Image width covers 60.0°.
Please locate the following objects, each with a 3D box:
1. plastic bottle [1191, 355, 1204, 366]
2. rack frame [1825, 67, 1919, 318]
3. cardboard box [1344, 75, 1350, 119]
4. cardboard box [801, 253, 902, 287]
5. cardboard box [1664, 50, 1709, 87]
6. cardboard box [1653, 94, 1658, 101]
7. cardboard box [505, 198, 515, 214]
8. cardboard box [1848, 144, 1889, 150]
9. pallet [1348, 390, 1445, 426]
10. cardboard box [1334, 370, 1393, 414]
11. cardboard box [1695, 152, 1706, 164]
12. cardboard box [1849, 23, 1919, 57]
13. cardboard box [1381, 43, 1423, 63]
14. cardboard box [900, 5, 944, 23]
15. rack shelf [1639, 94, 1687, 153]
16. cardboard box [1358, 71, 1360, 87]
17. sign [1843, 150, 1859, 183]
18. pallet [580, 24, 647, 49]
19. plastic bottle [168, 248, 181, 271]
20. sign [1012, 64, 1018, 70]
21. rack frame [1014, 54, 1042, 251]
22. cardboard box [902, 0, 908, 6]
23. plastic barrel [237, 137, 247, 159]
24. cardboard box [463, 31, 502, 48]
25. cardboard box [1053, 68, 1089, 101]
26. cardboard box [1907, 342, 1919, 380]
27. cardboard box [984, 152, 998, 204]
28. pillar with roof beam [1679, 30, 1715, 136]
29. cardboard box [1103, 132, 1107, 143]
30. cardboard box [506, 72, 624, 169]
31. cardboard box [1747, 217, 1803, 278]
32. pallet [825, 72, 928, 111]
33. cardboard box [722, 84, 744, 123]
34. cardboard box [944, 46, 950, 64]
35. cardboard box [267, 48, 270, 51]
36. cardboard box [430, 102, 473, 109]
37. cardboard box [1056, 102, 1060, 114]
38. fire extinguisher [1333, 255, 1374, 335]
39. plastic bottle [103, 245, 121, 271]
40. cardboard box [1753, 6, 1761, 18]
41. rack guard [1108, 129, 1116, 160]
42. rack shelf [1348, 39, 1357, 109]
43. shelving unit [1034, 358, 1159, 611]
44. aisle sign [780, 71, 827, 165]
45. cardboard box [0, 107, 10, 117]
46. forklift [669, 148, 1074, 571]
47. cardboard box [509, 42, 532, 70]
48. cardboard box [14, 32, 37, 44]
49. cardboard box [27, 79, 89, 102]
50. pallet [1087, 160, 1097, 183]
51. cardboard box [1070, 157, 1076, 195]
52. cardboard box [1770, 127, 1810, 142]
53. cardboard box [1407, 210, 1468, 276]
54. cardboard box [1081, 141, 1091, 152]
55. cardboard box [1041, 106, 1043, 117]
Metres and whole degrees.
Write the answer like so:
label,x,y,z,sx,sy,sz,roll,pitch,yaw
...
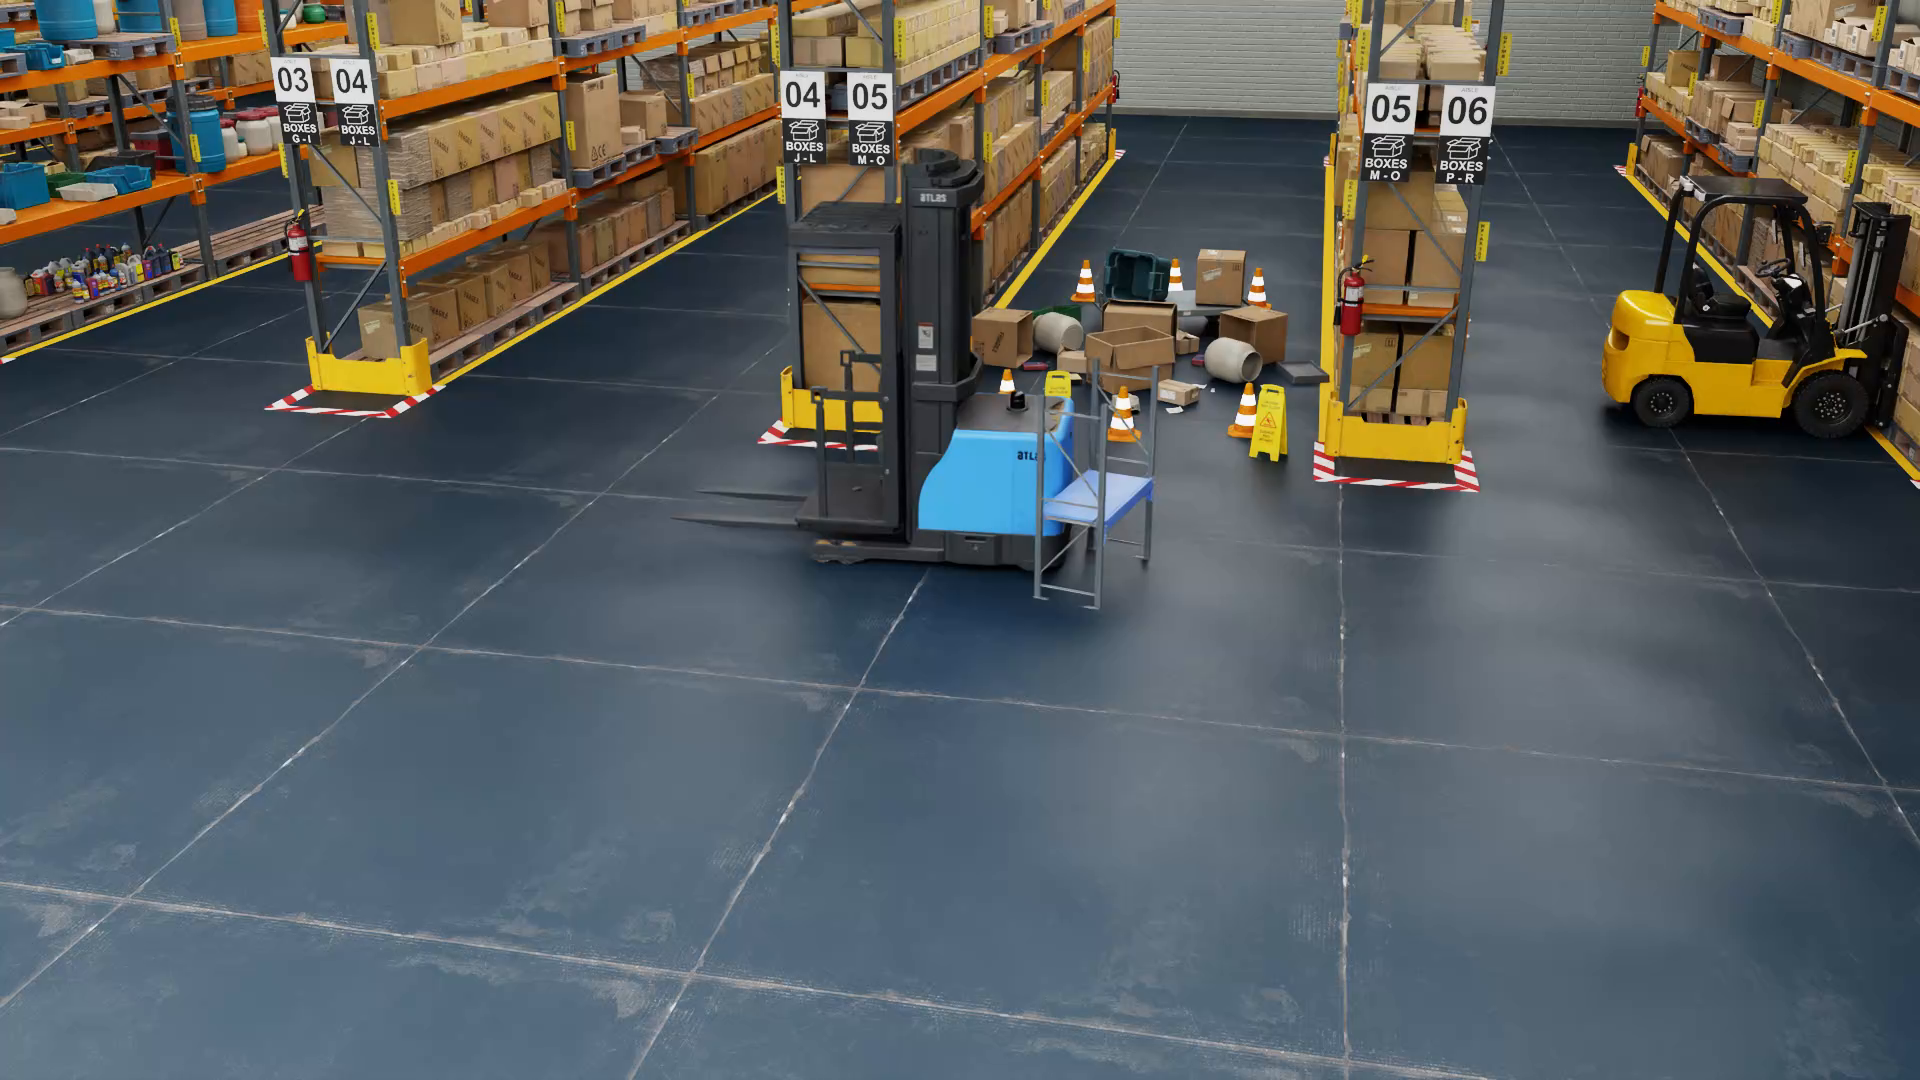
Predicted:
label,x,y,z,sx,sy,sz,roll,pitch,yaw
plastic bottle,2.531,-1.899,17.488,0.133,0.061,0.283,8,23,20
rack frame,9.490,-3.214,16.820,1.000,3.000,0.127,4,22,11
cardboard box,5.296,-5.773,21.702,0.500,0.500,0.500,4,22,9
cardboard box,-1.021,-2.678,15.286,0.875,0.550,0.550,4,22,11
cardboard box,11.277,-7.325,25.826,0.500,0.500,0.500,5,22,12
cardboard box,11.597,-7.291,27.277,0.380,0.149,0.250,5,22,12
cardboard box,-5.131,-3.676,18.302,0.380,0.149,0.250,4,22,11
cardboard box,10.144,-4.327,18.580,0.380,0.149,0.250,5,22,12
pallet,4.030,-1.157,15.444,1.003,0.211,1.213,4,22,11
cardboard box,3.721,-1.373,15.365,0.500,0.250,0.500,4,22,11
cardboard box,10.849,-5.499,24.009,0.380,0.149,0.250,4,22,10
cardboard box,9.400,-5.089,16.882,0.500,0.311,0.500,4,22,9
cardboard box,3.957,-4.377,14.960,0.380,0.149,0.250,4,22,9
cardboard box,-0.360,-5.011,15.838,0.380,0.149,0.250,5,22,12
rack shelf,11.531,-6.538,26.035,1.077,0.370,4.000,4,22,11
cardboard box,3.961,-4.355,15.439,0.500,0.250,0.500,5,22,11
sign,8.957,-3.752,16.712,0.100,0.325,0.005,4,22,11
pallet,-4.632,-6.248,20.589,1.213,0.211,1.003,4,22,11
plastic bottle,-9.695,-3.467,20.495,0.061,0.283,0.133,6,23,14
sign,0.864,-7.298,25.799,0.100,0.325,0.005,4,22,11
rack frame,0.580,-5.395,22.233,1.000,3.000,0.127,4,22,11
cardboard box,-0.746,-5.524,17.113,0.380,0.149,0.250,4,22,10
plastic barrel,-9.499,-5.133,21.768,0.301,0.262,0.301,0,22,0
cardboard box,-5.121,-5.332,17.729,0.380,0.149,0.250,5,23,13
cardboard box,1.744,-7.204,26.193,0.500,0.500,0.500,4,22,10
cardboard box,8.561,-1.514,14.378,0.500,0.250,0.500,5,22,12
cardboard box,0.135,-4.150,19.009,0.500,0.500,0.500,5,22,12
pillar with roof beam,9.157,-11.631,29.688,9.100,9.000,0.400,4,22,11
cardboard box,2.384,-7.116,29.363,0.380,0.149,0.250,4,22,9
cardboard box,-4.772,-5.100,20.136,1.000,1.000,1.000,5,22,11
cardboard box,10.166,-3.543,20.253,0.875,0.625,0.625,5,23,13
pallet,-0.911,-4.091,15.100,1.003,0.211,1.213,4,22,11
cardboard box,-3.581,-6.572,25.023,0.500,0.500,0.500,5,22,11
cardboard box,-0.308,-4.732,16.213,0.380,0.149,0.250,4,22,11
cardboard box,-12.554,-9.067,29.879,0.500,0.500,0.500,4,22,9
cardboard box,-5.615,-4.484,18.102,0.500,0.500,0.500,4,22,11
cardboard box,1.246,-6.299,24.252,0.380,0.149,0.250,5,23,13
fire extinguisher,3.340,-2.086,14.121,0.296,0.674,0.183,4,22,11
plastic bottle,-10.350,-3.425,20.300,0.144,0.351,0.185,4,22,11
cardboard box,10.432,-6.801,21.376,0.380,0.149,0.250,5,22,12
rack guard,2.197,-7.133,29.896,1.175,0.500,0.348,4,22,11
rack shelf,5.039,-5.380,19.146,1.077,0.370,4.000,4,22,11
shelving unit,0.980,-0.419,11.885,0.538,1.500,1.048,10,24,24
aisle sign,-1.360,-3.672,14.475,0.394,0.787,0.004,4,22,11
cardboard box,-14.324,-6.213,24.383,0.500,0.311,0.500,4,22,10
forklift,-0.678,-1.368,12.326,3.031,2.935,1.130,3,22,8
cardboard box,-5.025,-5.292,18.163,0.500,0.250,0.500,5,22,12
cardboard box,-17.705,-9.008,30.804,0.980,0.700,0.700,4,22,10
cardboard box,-13.934,-7.046,25.638,0.700,0.500,0.500,-3,22,-7
pallet,1.746,-6.260,28.114,1.003,0.211,1.213,4,22,11
cardboard box,1.492,-5.603,25.534,0.500,0.500,0.500,4,22,10
cardboard box,9.900,-4.833,19.836,0.380,0.149,0.250,5,22,12
cardboard box,4.285,-2.655,14.898,0.500,0.500,0.500,5,23,13
cardboard box,1.950,-6.493,27.417,0.380,0.149,0.250,5,22,12
cardboard box,0.929,-5.872,22.794,0.380,0.149,0.250,6,23,13
